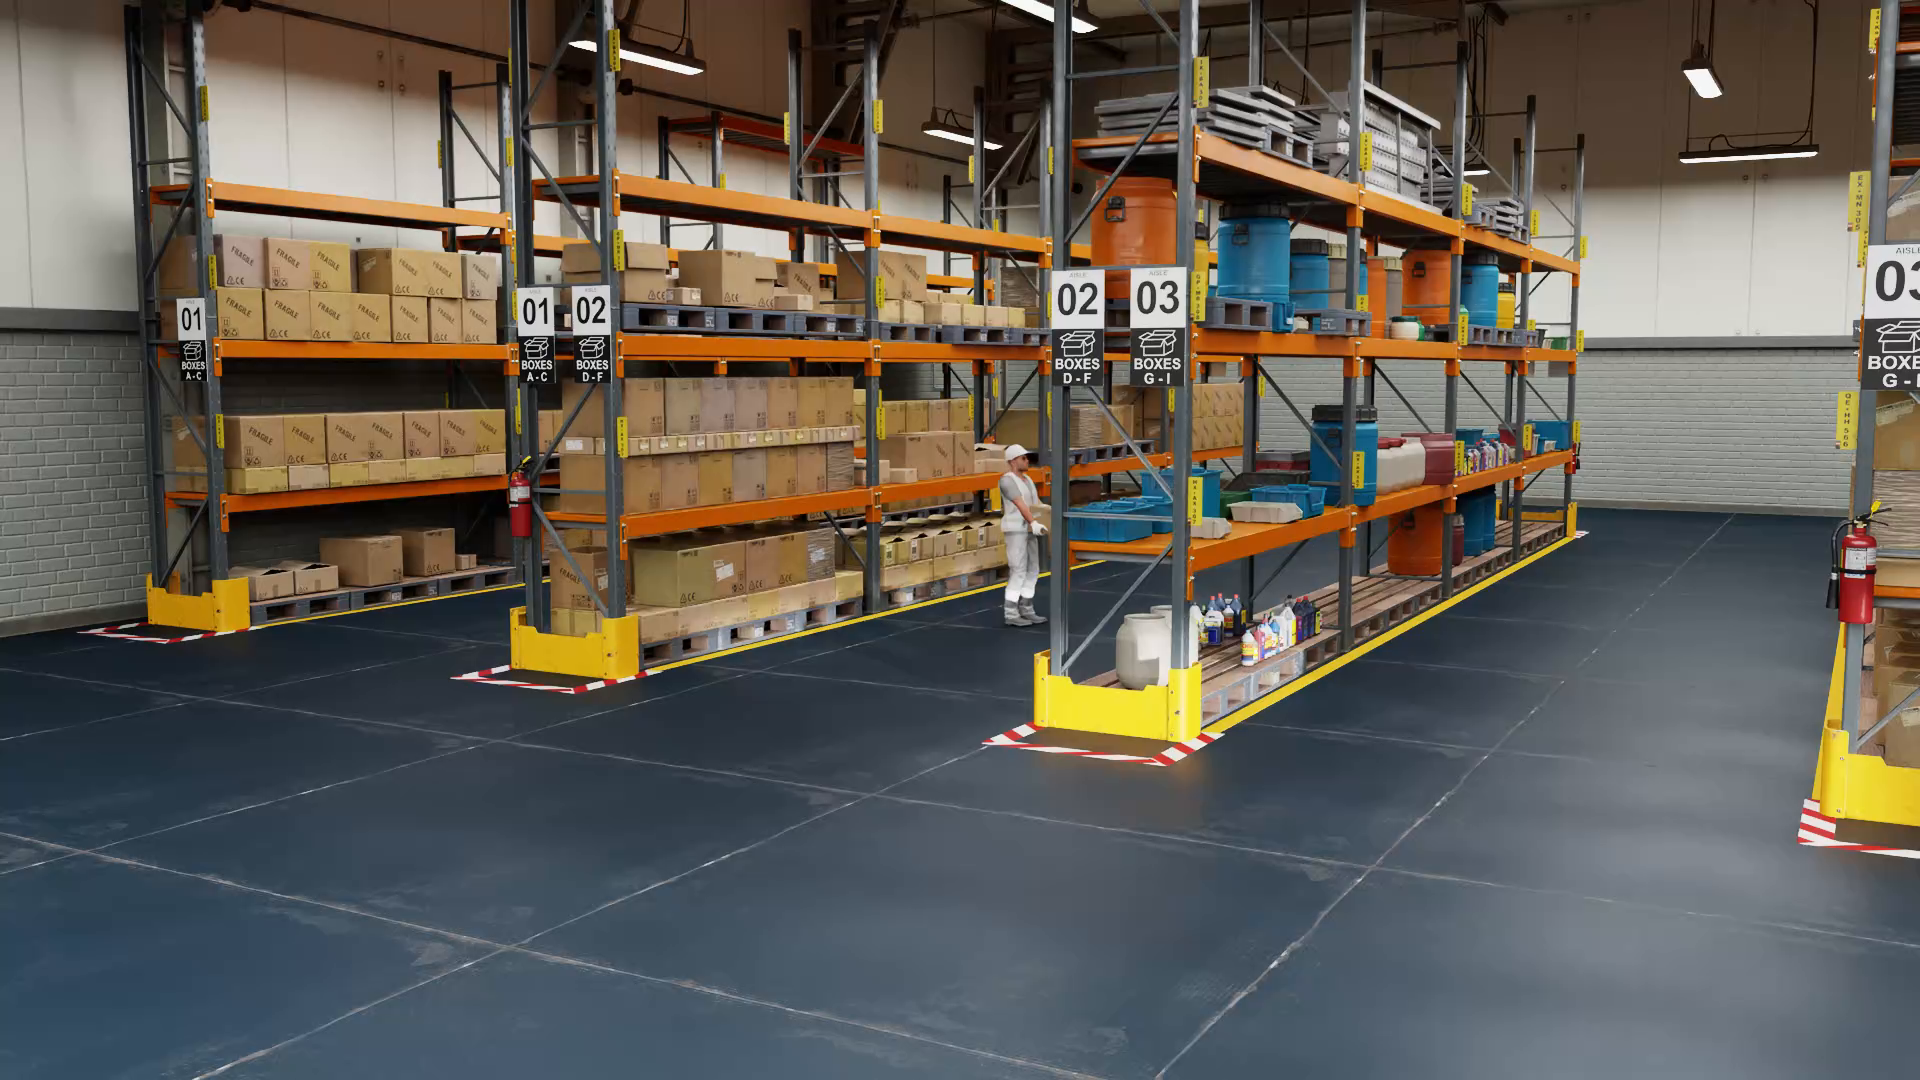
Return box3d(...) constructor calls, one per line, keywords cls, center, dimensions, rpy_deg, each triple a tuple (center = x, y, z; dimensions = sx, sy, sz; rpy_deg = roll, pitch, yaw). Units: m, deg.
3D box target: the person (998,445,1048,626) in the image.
box3d(cls="person", center=(0.690, -0.049, 16.468), dimensions=(0.560, 1.782, 0.494), rpy_deg=(3, 7, 30))
